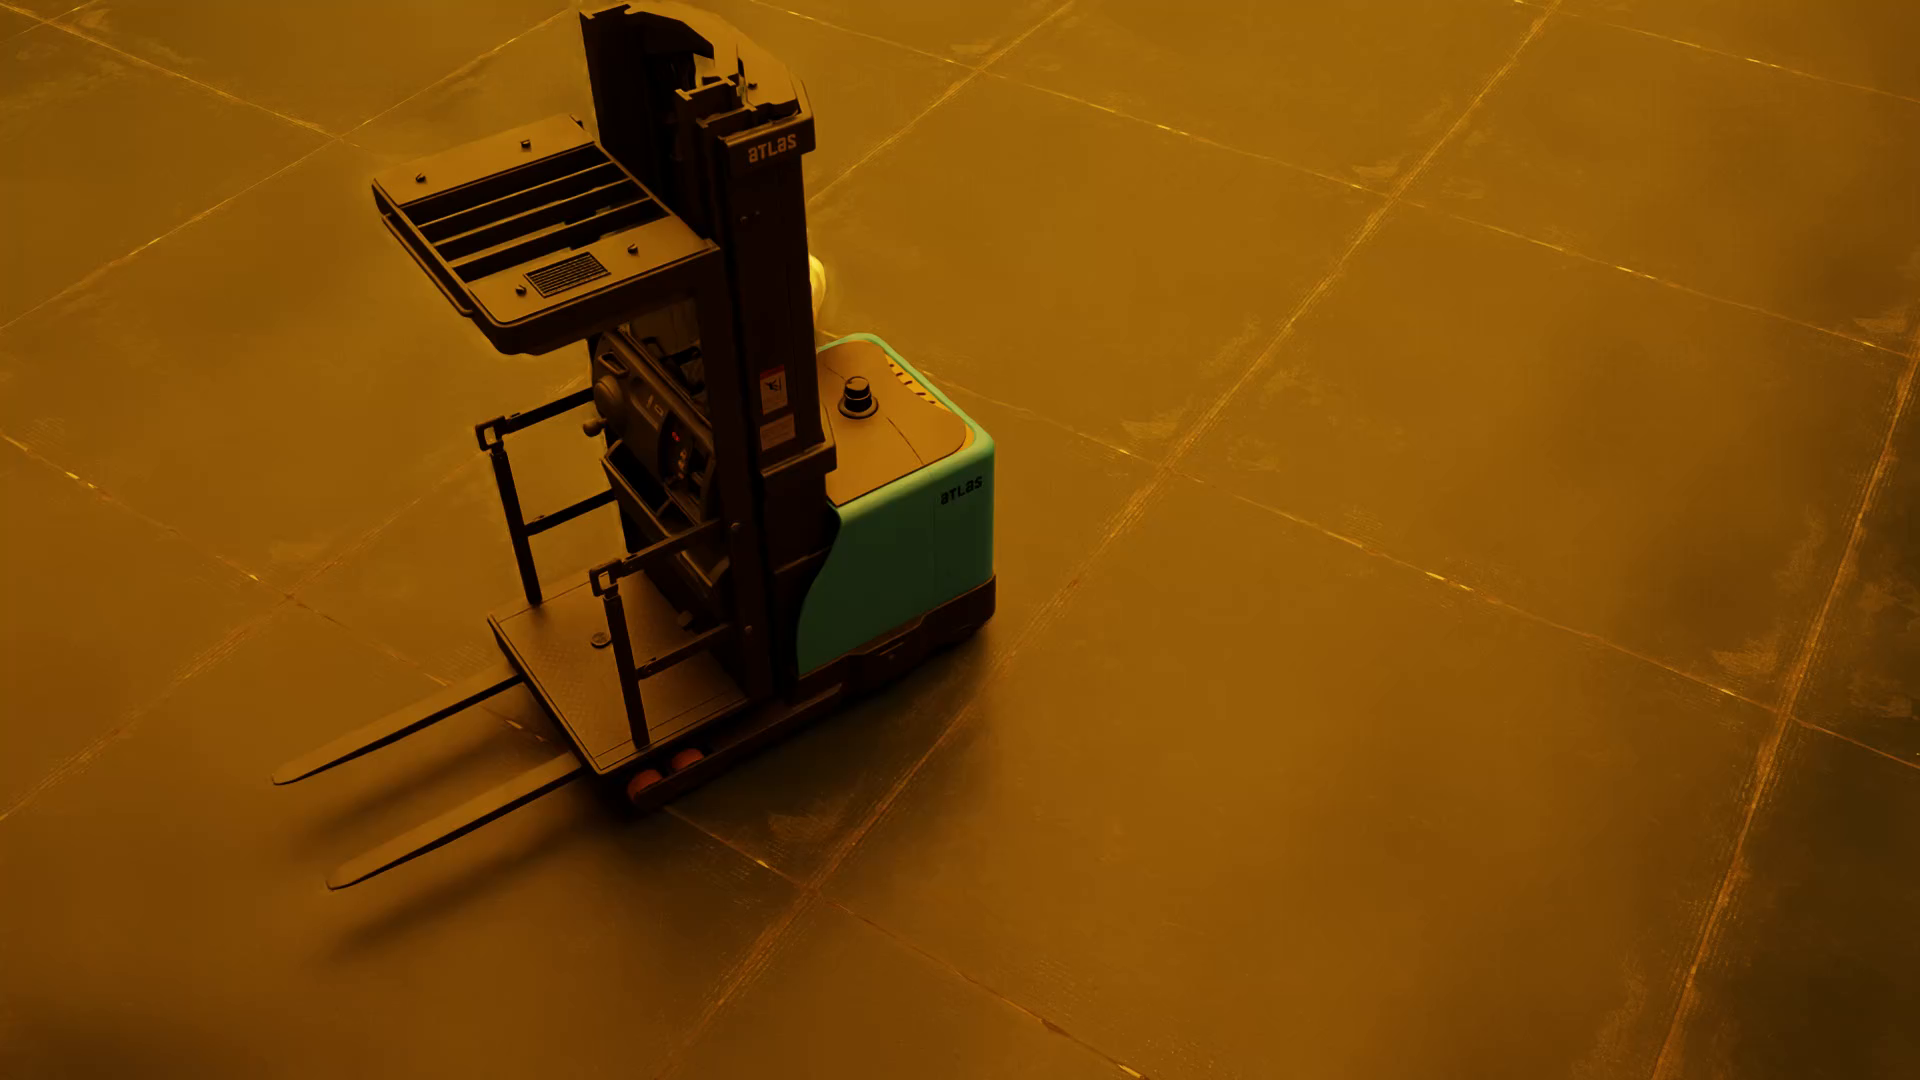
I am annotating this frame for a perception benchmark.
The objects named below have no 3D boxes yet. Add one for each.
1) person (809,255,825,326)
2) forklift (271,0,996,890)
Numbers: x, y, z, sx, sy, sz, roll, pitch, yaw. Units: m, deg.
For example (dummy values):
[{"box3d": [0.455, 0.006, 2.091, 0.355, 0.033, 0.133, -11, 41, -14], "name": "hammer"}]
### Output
[{"box3d": [-0.892, -0.780, 7.572, 0.850, 1.726, 0.807, 4, 44, 4], "name": "person"}, {"box3d": [-1.335, -0.375, 6.245, 3.031, 2.935, 1.130, -26, 49, -25], "name": "forklift"}]
